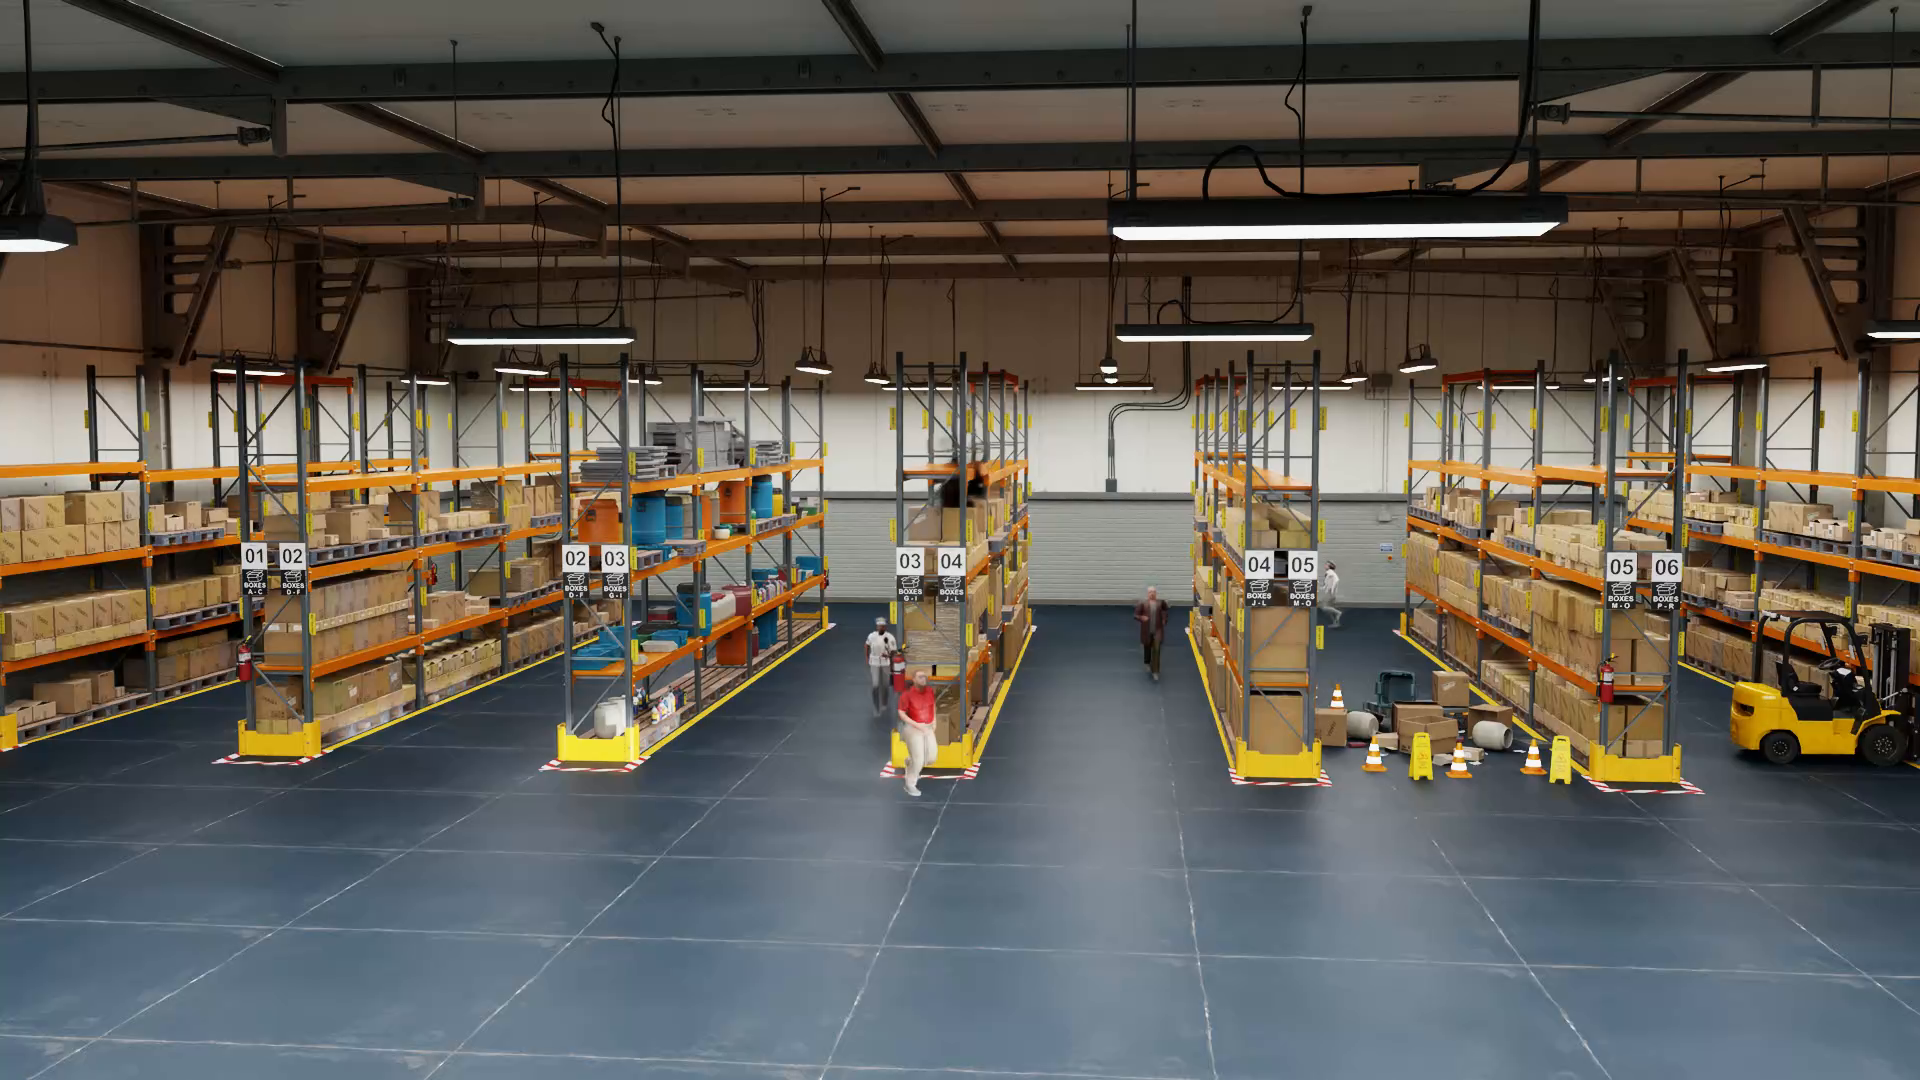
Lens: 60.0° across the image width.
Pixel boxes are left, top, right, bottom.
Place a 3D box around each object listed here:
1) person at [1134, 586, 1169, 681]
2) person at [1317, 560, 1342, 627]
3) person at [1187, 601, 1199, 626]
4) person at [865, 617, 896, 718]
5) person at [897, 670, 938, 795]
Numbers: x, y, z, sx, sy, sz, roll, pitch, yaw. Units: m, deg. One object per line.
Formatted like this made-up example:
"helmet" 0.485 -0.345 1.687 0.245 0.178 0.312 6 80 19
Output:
"person" 3.734 1.792 32.403 0.710 1.781 1.049 0 4 2
"person" 8.991 1.307 40.516 0.599 1.662 0.644 1 4 14
"person" 5.988 1.254 40.598 0.787 1.750 0.732 -1 4 -10
"person" -1.351 2.164 28.228 0.529 1.721 0.801 0 4 -2
"person" -0.546 2.581 22.404 0.688 1.693 0.648 -3 5 -39
